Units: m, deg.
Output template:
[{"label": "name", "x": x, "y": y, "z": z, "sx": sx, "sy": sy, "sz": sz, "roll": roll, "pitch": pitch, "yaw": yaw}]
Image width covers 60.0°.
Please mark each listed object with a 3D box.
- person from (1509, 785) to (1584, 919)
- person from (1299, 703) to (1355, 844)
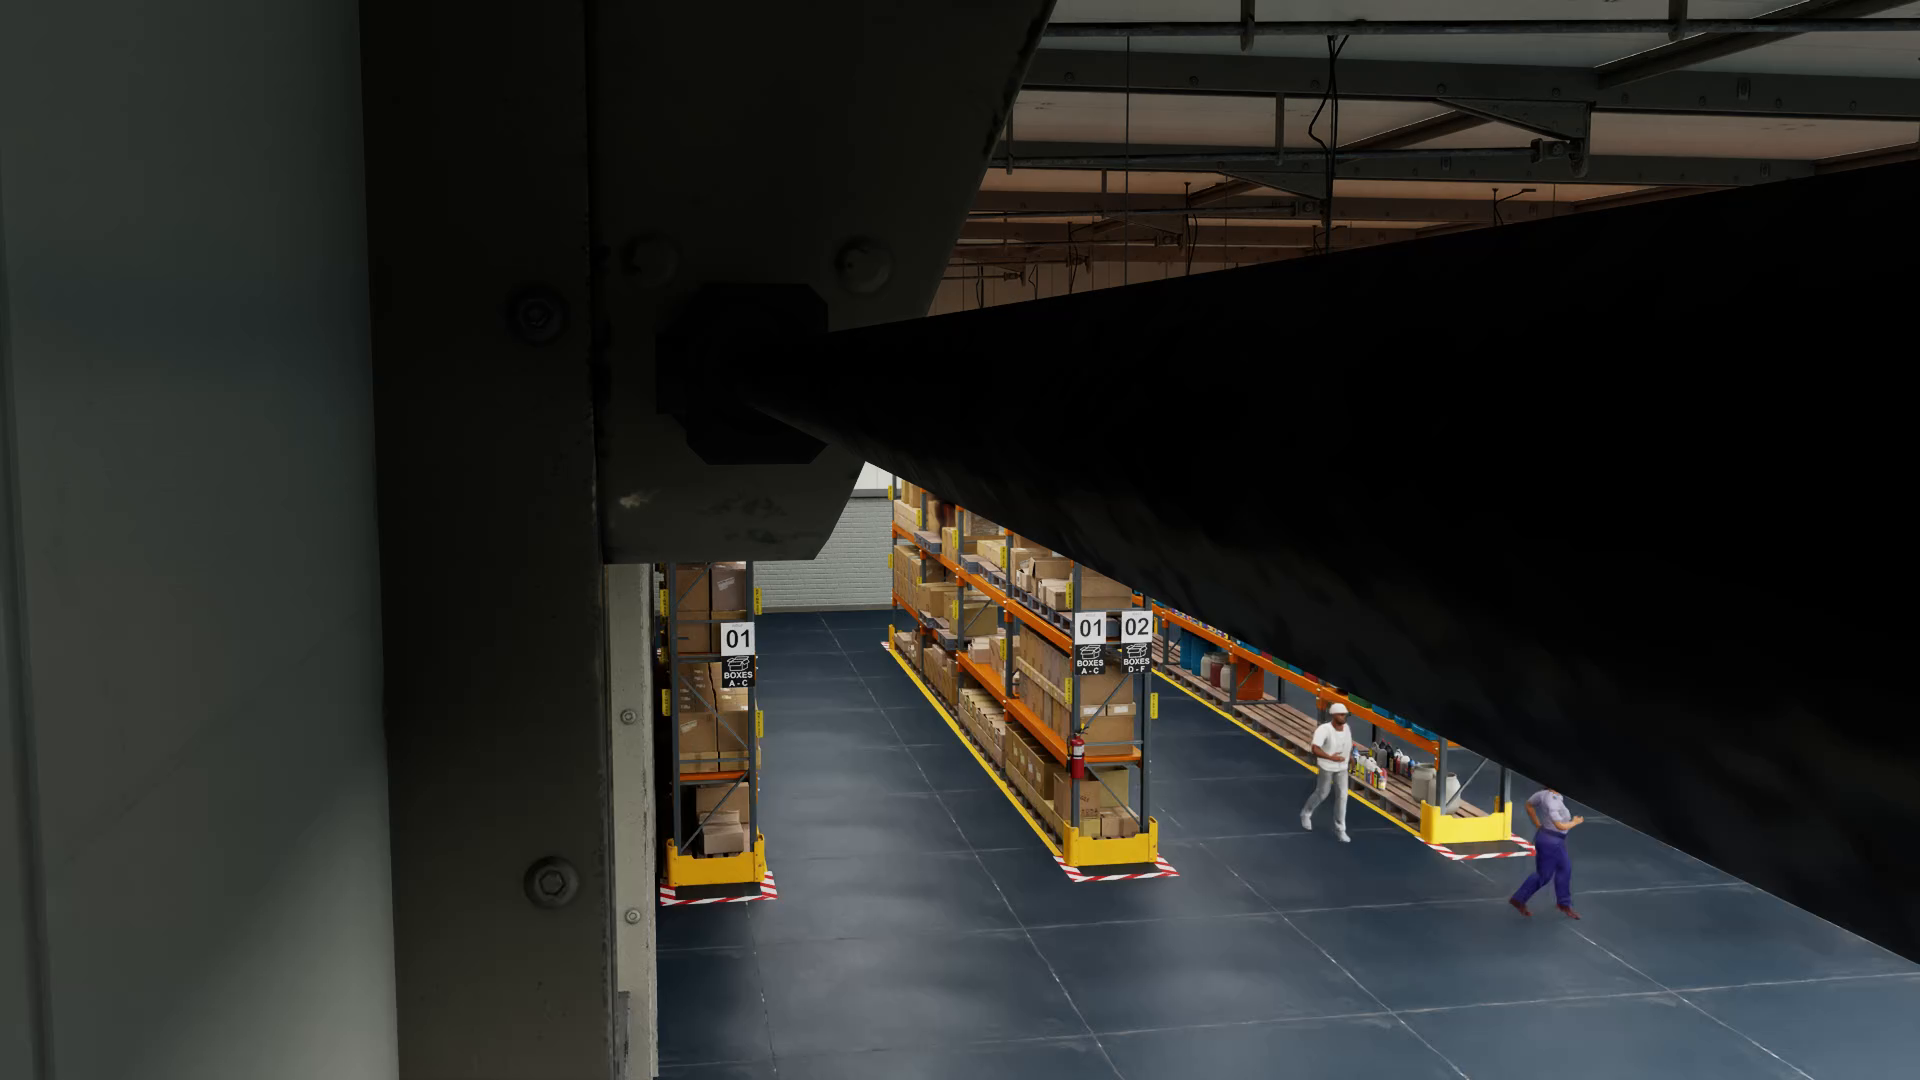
[{"label": "person", "x": 6.655, "y": 3.485, "z": 18.840, "sx": 0.810, "sy": 1.677, "sz": 0.631, "roll": 1, "pitch": 6, "yaw": 12}, {"label": "person", "x": 4.984, "y": 3.060, "z": 22.167, "sx": 0.739, "sy": 1.801, "sz": 0.872, "roll": -3, "pitch": 7, "yaw": -24}]
